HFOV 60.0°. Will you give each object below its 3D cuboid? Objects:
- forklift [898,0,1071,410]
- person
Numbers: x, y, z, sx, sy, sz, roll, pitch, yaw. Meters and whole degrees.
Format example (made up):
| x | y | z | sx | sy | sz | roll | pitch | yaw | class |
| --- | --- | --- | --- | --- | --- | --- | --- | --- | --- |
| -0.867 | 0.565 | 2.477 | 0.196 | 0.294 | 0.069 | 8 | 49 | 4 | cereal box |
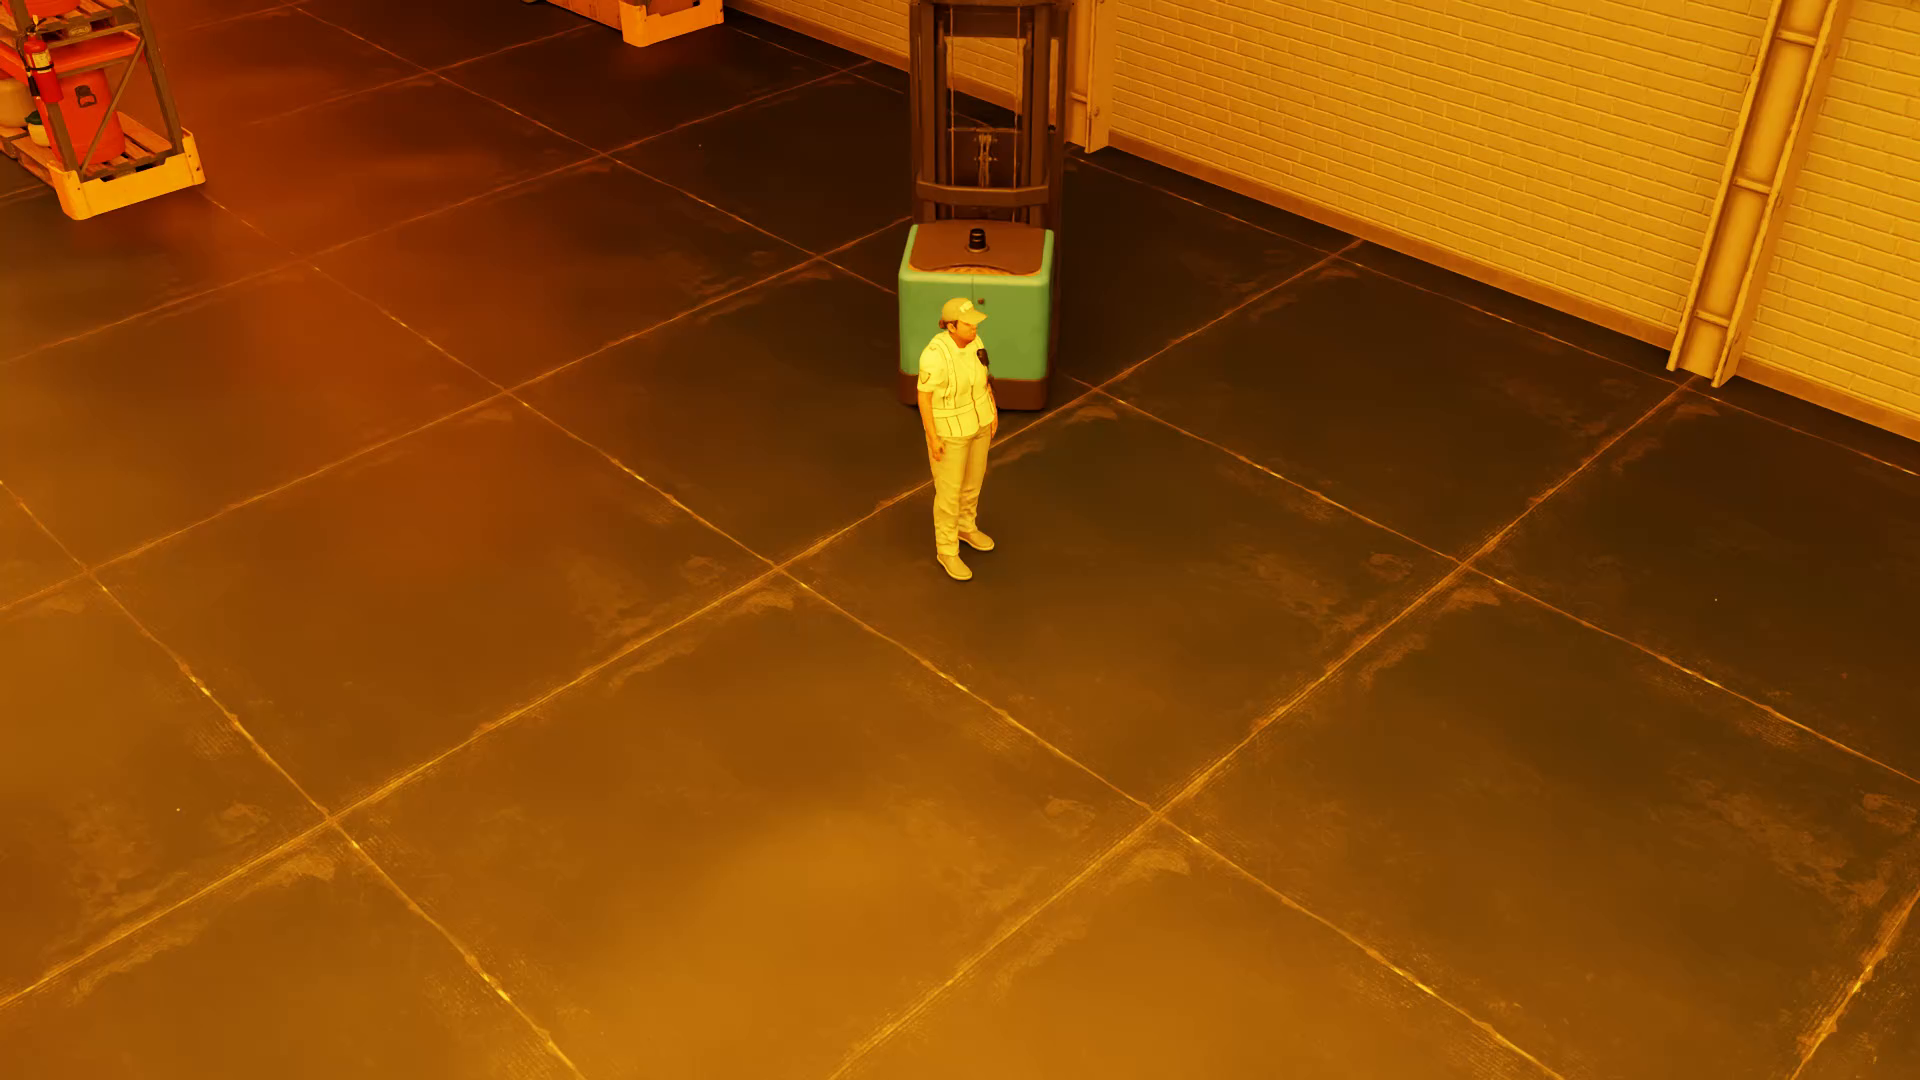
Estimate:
| x | y | z | sx | sy | sz | roll | pitch | yaw | class |
| --- | --- | --- | --- | --- | --- | --- | --- | --- | --- |
| 0.220 | -2.942 | 12.043 | 1.130 | 2.935 | 3.031 | 3 | 36 | 4 | forklift |
| 0.038 | -0.637 | 9.948 | 0.529 | 1.670 | 0.598 | 30 | 46 | 34 | person |
